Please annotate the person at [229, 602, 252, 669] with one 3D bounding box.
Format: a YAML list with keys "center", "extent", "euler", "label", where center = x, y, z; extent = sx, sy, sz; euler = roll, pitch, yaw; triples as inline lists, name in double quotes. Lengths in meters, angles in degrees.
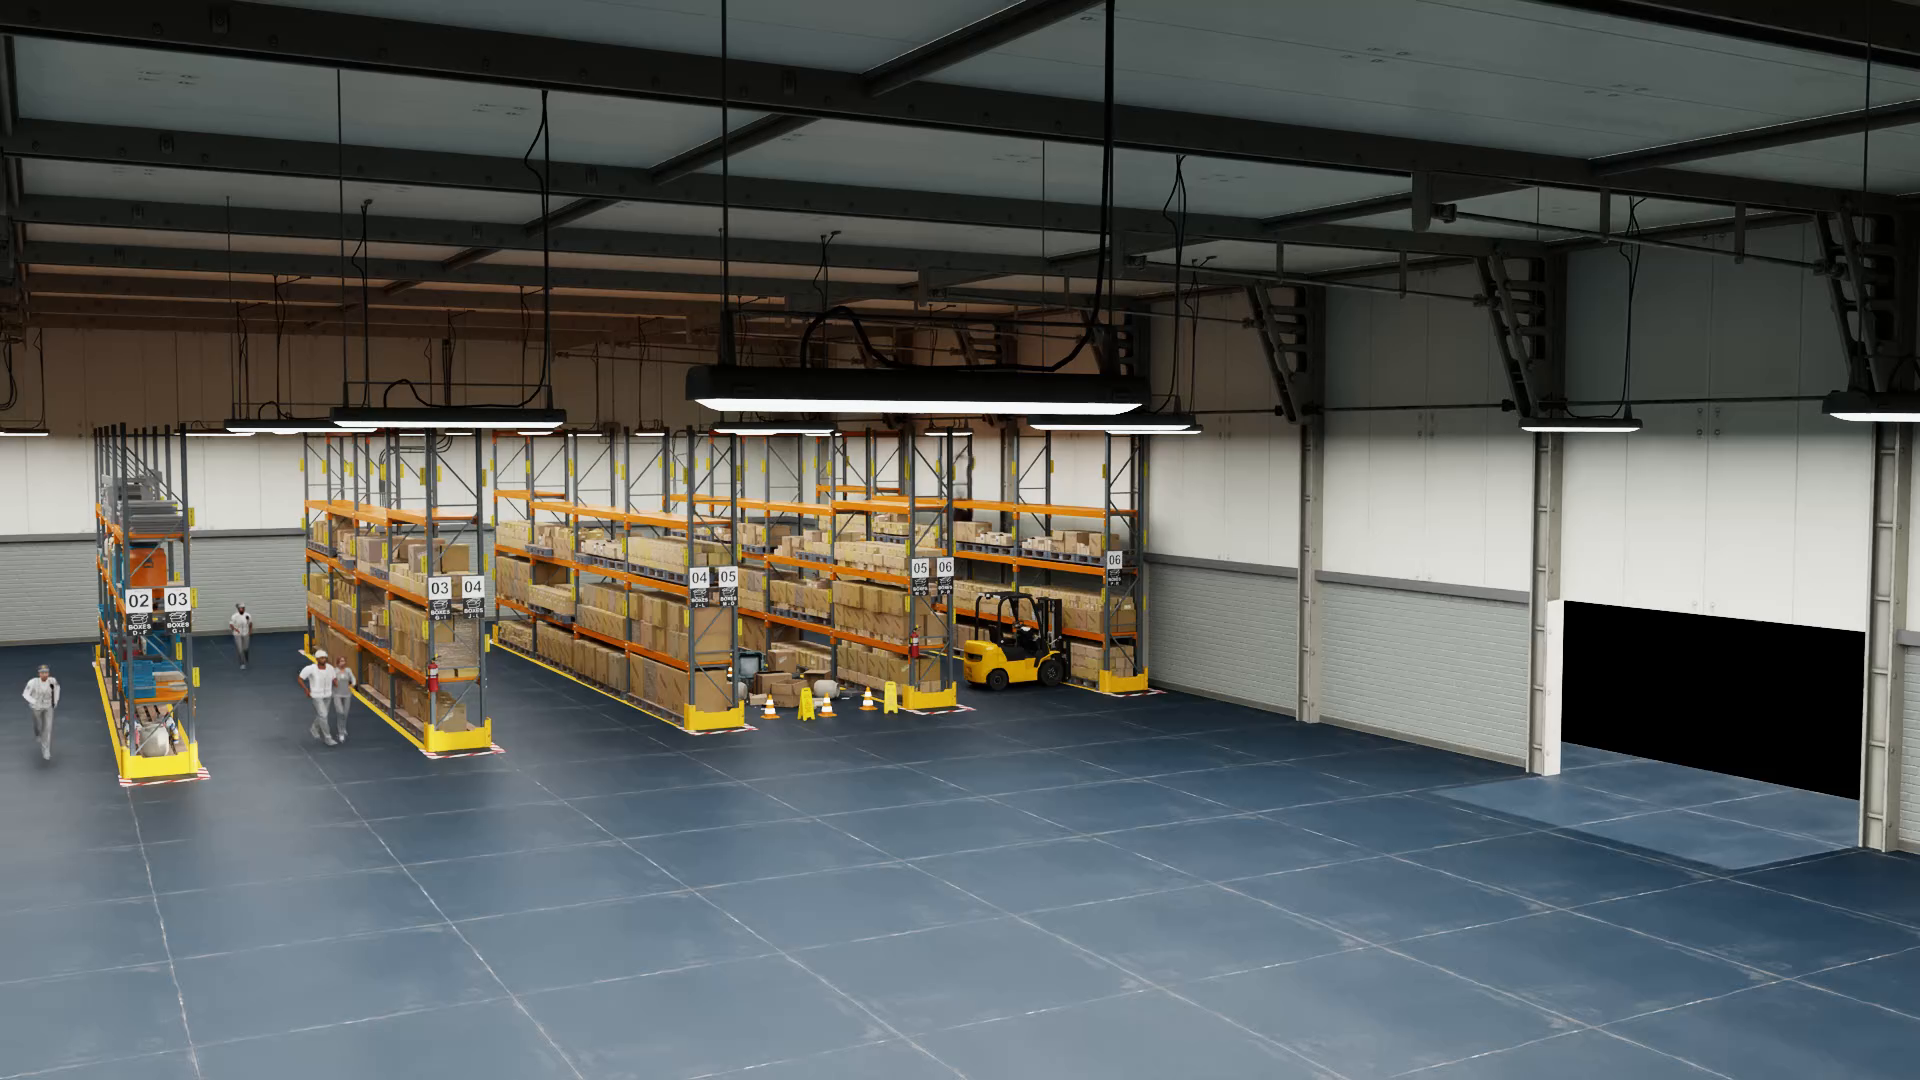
- center: [-17.948, 2.383, 41.553]
  extent: [0.565, 1.663, 0.573]
  euler: [-2, 4, -32]
  label: "person"

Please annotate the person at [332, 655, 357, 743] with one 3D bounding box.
- center: [-11.788, 3.011, 31.685]
  extent: [0.547, 1.639, 0.705]
  euler: [-3, 4, -36]
  label: "person"

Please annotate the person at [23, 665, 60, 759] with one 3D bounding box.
- center: [-16.653, 3.076, 30.170]
  extent: [0.618, 1.677, 1.062]
  euler: [-2, 4, -35]
  label: "person"

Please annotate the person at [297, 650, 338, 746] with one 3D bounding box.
- center: [-12.015, 2.942, 31.223]
  extent: [0.888, 1.766, 0.705]
  euler: [3, 4, 37]
  label: "person"
